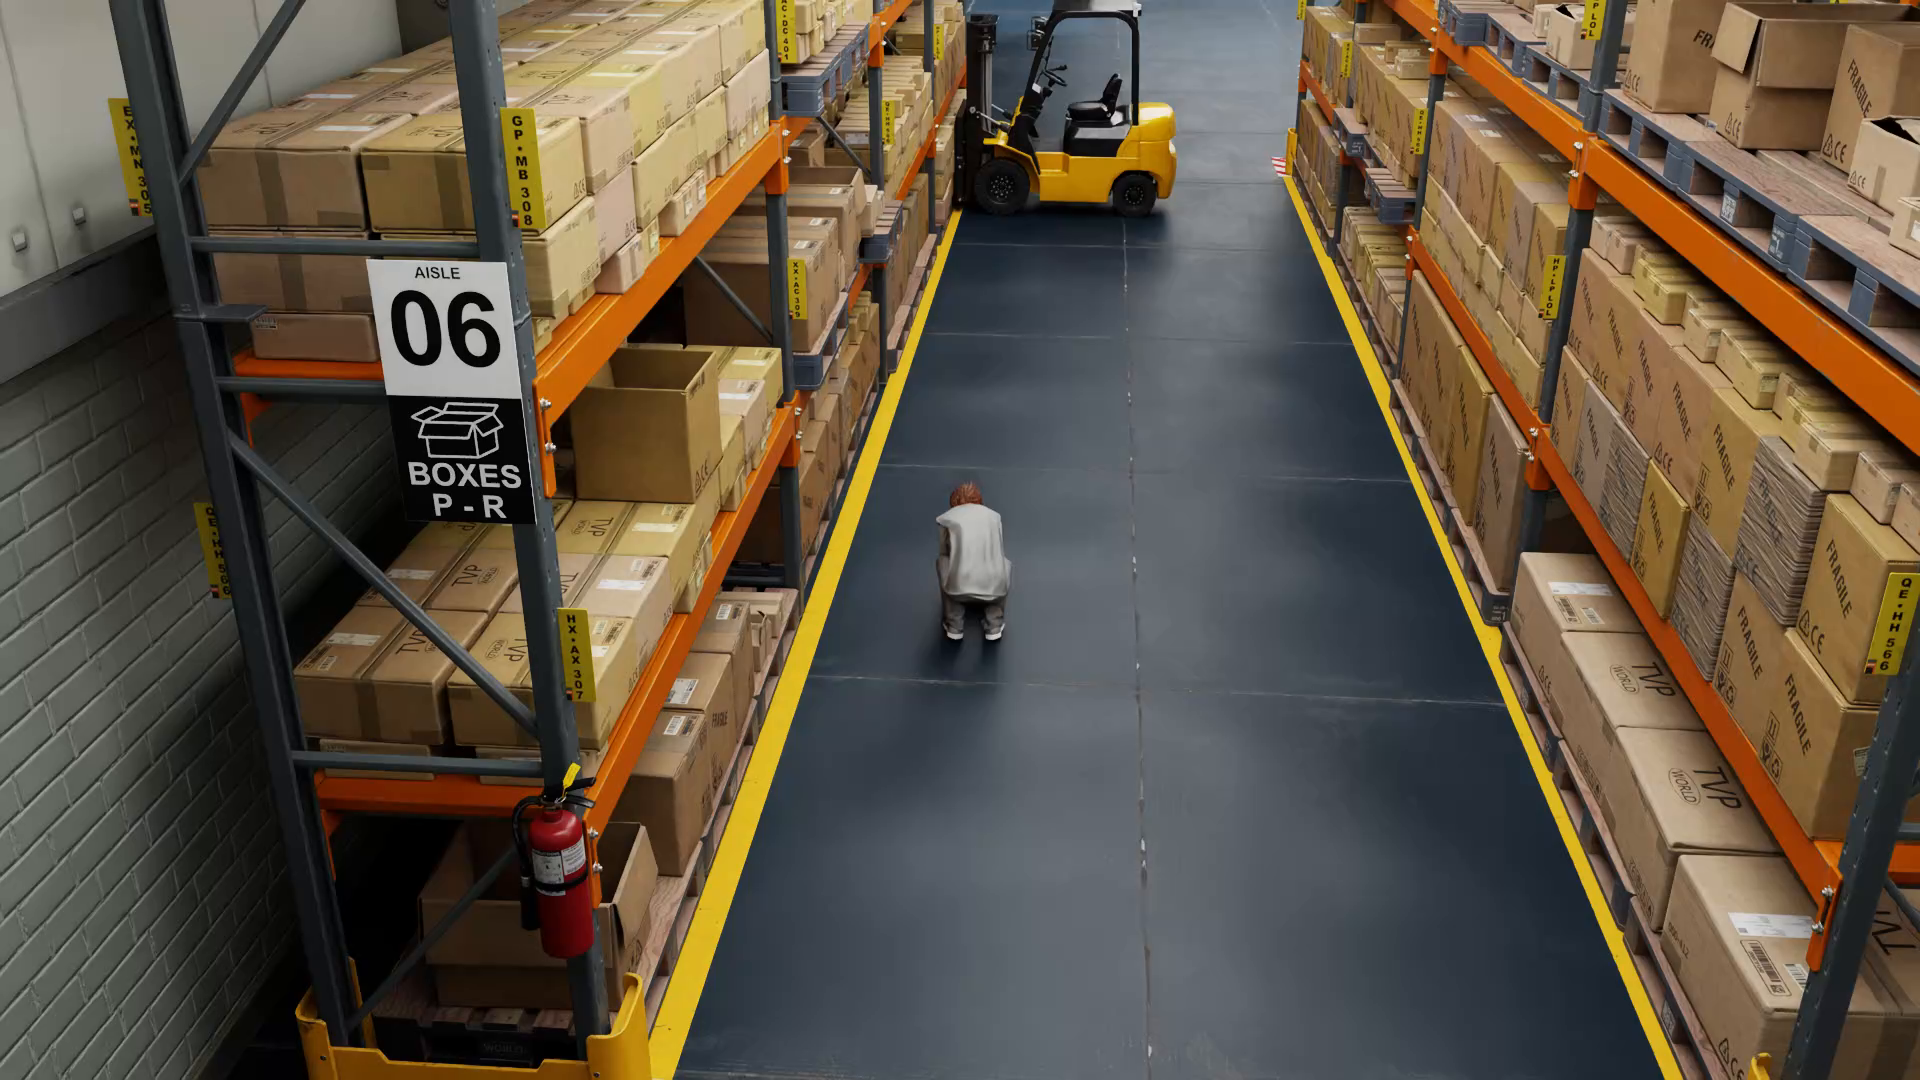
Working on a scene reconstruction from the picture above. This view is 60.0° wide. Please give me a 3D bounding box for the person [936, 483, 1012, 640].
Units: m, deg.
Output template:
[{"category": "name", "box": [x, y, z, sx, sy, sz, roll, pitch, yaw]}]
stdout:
[{"category": "person", "box": [0.076, 0.161, 9.377, 0.435, 0.759, 0.822, 1, 25, 1]}]
